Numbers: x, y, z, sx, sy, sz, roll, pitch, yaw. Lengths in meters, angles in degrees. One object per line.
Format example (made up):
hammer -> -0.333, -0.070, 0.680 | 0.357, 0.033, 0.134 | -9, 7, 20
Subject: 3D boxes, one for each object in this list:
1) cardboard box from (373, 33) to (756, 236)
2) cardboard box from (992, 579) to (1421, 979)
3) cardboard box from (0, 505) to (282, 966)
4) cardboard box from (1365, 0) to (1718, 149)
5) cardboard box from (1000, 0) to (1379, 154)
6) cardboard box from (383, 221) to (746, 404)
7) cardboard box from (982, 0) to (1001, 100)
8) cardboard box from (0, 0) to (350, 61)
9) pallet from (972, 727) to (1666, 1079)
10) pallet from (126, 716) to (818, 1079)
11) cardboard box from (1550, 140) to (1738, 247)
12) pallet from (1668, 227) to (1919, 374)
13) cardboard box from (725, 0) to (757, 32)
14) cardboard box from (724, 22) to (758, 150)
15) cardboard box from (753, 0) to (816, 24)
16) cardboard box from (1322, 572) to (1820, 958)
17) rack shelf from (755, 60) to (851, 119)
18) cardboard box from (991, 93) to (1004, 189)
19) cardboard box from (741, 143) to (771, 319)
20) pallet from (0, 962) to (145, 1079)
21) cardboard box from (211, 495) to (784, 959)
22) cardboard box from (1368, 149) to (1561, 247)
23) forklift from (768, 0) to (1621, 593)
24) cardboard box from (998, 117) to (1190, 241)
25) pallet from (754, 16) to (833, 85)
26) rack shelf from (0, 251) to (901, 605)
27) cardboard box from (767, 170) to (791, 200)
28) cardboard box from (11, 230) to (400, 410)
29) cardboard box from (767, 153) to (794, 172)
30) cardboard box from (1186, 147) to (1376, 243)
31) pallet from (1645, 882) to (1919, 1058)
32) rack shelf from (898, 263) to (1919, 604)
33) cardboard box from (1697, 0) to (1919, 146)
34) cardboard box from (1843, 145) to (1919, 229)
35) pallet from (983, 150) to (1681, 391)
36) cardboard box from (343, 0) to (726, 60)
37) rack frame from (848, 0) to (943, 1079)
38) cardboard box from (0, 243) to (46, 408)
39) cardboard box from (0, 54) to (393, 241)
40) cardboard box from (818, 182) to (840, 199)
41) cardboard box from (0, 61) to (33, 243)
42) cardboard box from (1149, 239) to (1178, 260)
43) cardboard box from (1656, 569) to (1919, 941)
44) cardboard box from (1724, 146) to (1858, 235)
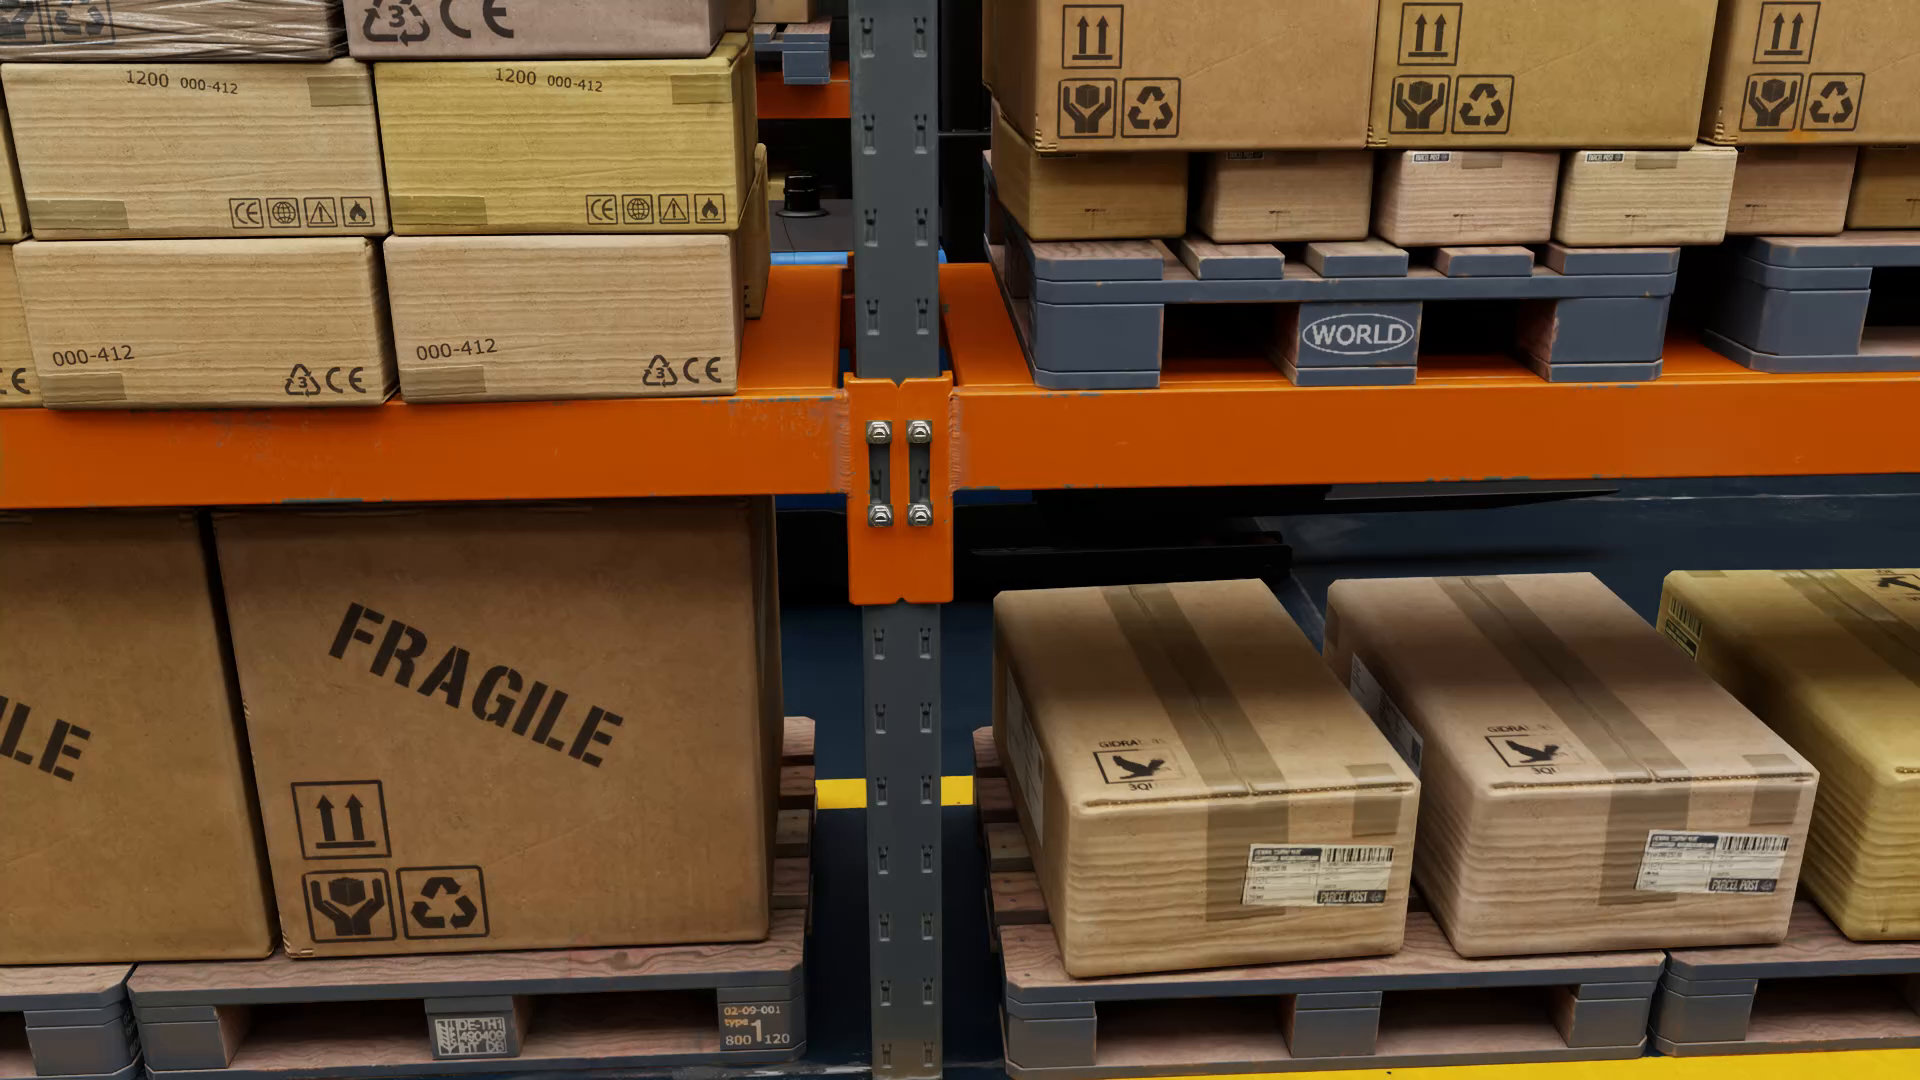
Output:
cardboard box -> -0.592, -0.652, 2.626 | 0.500, 0.250, 0.500 | -1, 21, -3
cardboard box -> 0.442, 0.435, 3.364 | 0.625, 0.372, 0.950 | -3, 21, -7
cardboard box -> -1.708, 0.209, 3.251 | 0.875, 0.875, 0.875 | -1, 21, -2
cardboard box -> 0.859, -0.910, 2.648 | 0.500, 0.500, 0.500 | 0, 21, 0
cardboard box -> 0.339, -0.897, 2.613 | 0.500, 0.500, 0.500 | -2, 21, -5
cardboard box -> -0.613, -0.416, 2.708 | 0.500, 0.250, 0.500 | -2, 21, -5
cardboard box -> 0.315, -1.078, 3.089 | 0.500, 0.500, 0.500 | -2, 21, -5
cardboard box -> -1.136, -0.986, 2.448 | 0.500, 0.500, 0.500 | -1, 21, -2
pallet -> 0.657, 0.699, 3.487 | 1.213, 0.211, 1.003 | -1, 21, -3
pallet -> -0.914, 0.704, 3.475 | 1.213, 0.211, 1.003 | -1, 21, -3
cardboard box -> 1.048, -0.589, 2.715 | 0.250, 0.149, 0.380 | -1, 21, -3
pallet -> 1.851, -0.554, 3.129 | 1.213, 0.211, 1.003 | -1, 21, -3
cardboard box -> -0.629, -1.179, 2.957 | 0.500, 0.500, 0.500 | -2, 21, -5
cardboard box -> -0.643, -0.829, 3.092 | 0.500, 0.250, 0.500 | -1, 21, -3
cardboard box -> -0.933, -2.640, 7.608 | 0.500, 0.500, 0.500 | 0, 21, -1
cardboard box -> 1.178, 0.418, 3.411 | 0.625, 0.372, 0.950 | -2, 21, -4
rack shelf -> -2.407, -1.975, 7.603 | 4.000, 0.370, 1.077 | -1, 21, -3
cardboard box -> 0.191, -0.757, 3.158 | 0.250, 0.149, 0.380 | 0, 21, -1
cardboard box -> -0.626, -0.598, 3.186 | 0.500, 0.250, 0.500 | -2, 21, -4
pallet -> -2.130, 0.728, 3.413 | 1.213, 0.211, 1.003 | -1, 21, -3
cardboard box -> -0.817, 0.193, 3.295 | 0.875, 0.875, 0.875 | -1, 21, -4
cardboard box -> 0.772, -0.591, 2.720 | 0.250, 0.149, 0.380 | -3, 21, -7
forklift -> 0.620, -1.391, 5.156 | 3.031, 2.935, 1.130 | -2, 21, -5
cardboard box -> 0.212, -0.608, 2.765 | 0.250, 0.149, 0.380 | -2, 21, -6
pallet -> -1.083, -2.223, 7.514 | 1.003, 0.211, 1.213 | -1, 21, -3
rack shelf -> -2.120, -0.212, 2.972 | 4.000, 0.370, 1.077 | -1, 21, -3
cardboard box -> -0.889, -1.583, 7.574 | 0.250, 0.149, 0.380 | -2, 21, -6
cardboard box -> -1.122, -0.400, 2.666 | 0.500, 0.250, 0.500 | -1, 21, -2
cardboard box -> -0.949, -1.783, 8.099 | 0.250, 0.149, 0.380 | 0, 21, 0
cardboard box -> 0.496, -0.602, 2.748 | 0.250, 0.149, 0.380 | -2, 21, -6
pallet -> 1.872, 0.676, 3.549 | 1.213, 0.211, 1.003 | -1, 21, -3
rack shelf -> 1.874, -0.293, 3.185 | 4.000, 0.370, 1.077 | -1, 21, -3
cardboard box -> 1.389, -0.924, 2.682 | 0.500, 0.500, 0.500 | -1, 21, -2
cardboard box -> 1.564, -0.641, 2.852 | 0.250, 0.149, 0.380 | 0, 21, -1
pallet -> 0.582, -0.551, 3.122 | 1.003, 0.211, 1.213 | -1, 21, -3
cardboard box -> -0.624, -0.999, 2.483 | 0.500, 0.500, 0.500 | -2, 21, -5
rack frame -> -0.123, -0.588, 2.951 | 0.127, 3.000, 1.000 | -1, 21, -3
cardboard box -> -1.626, -0.395, 2.654 | 0.500, 0.250, 0.500 | -1, 21, -4
cardboard box -> -1.104, -0.640, 2.595 | 0.500, 0.250, 0.500 | -2, 21, -4
cardboard box -> -0.847, -1.471, 8.191 | 0.500, 0.500, 0.500 | 0, 21, -1
cardboard box -> -1.614, -0.622, 2.548 | 0.500, 0.250, 0.500 | -2, 21, -4
cardboard box -> 0.865, -1.462, 7.992 | 0.625, 0.625, 0.875 | 0, 21, -1
cardboard box -> 1.935, 0.404, 3.446 | 0.625, 0.372, 0.950 | 0, 21, -1
cardboard box -> 1.284, -0.622, 2.801 | 0.250, 0.149, 0.380 | 0, 21, 0
